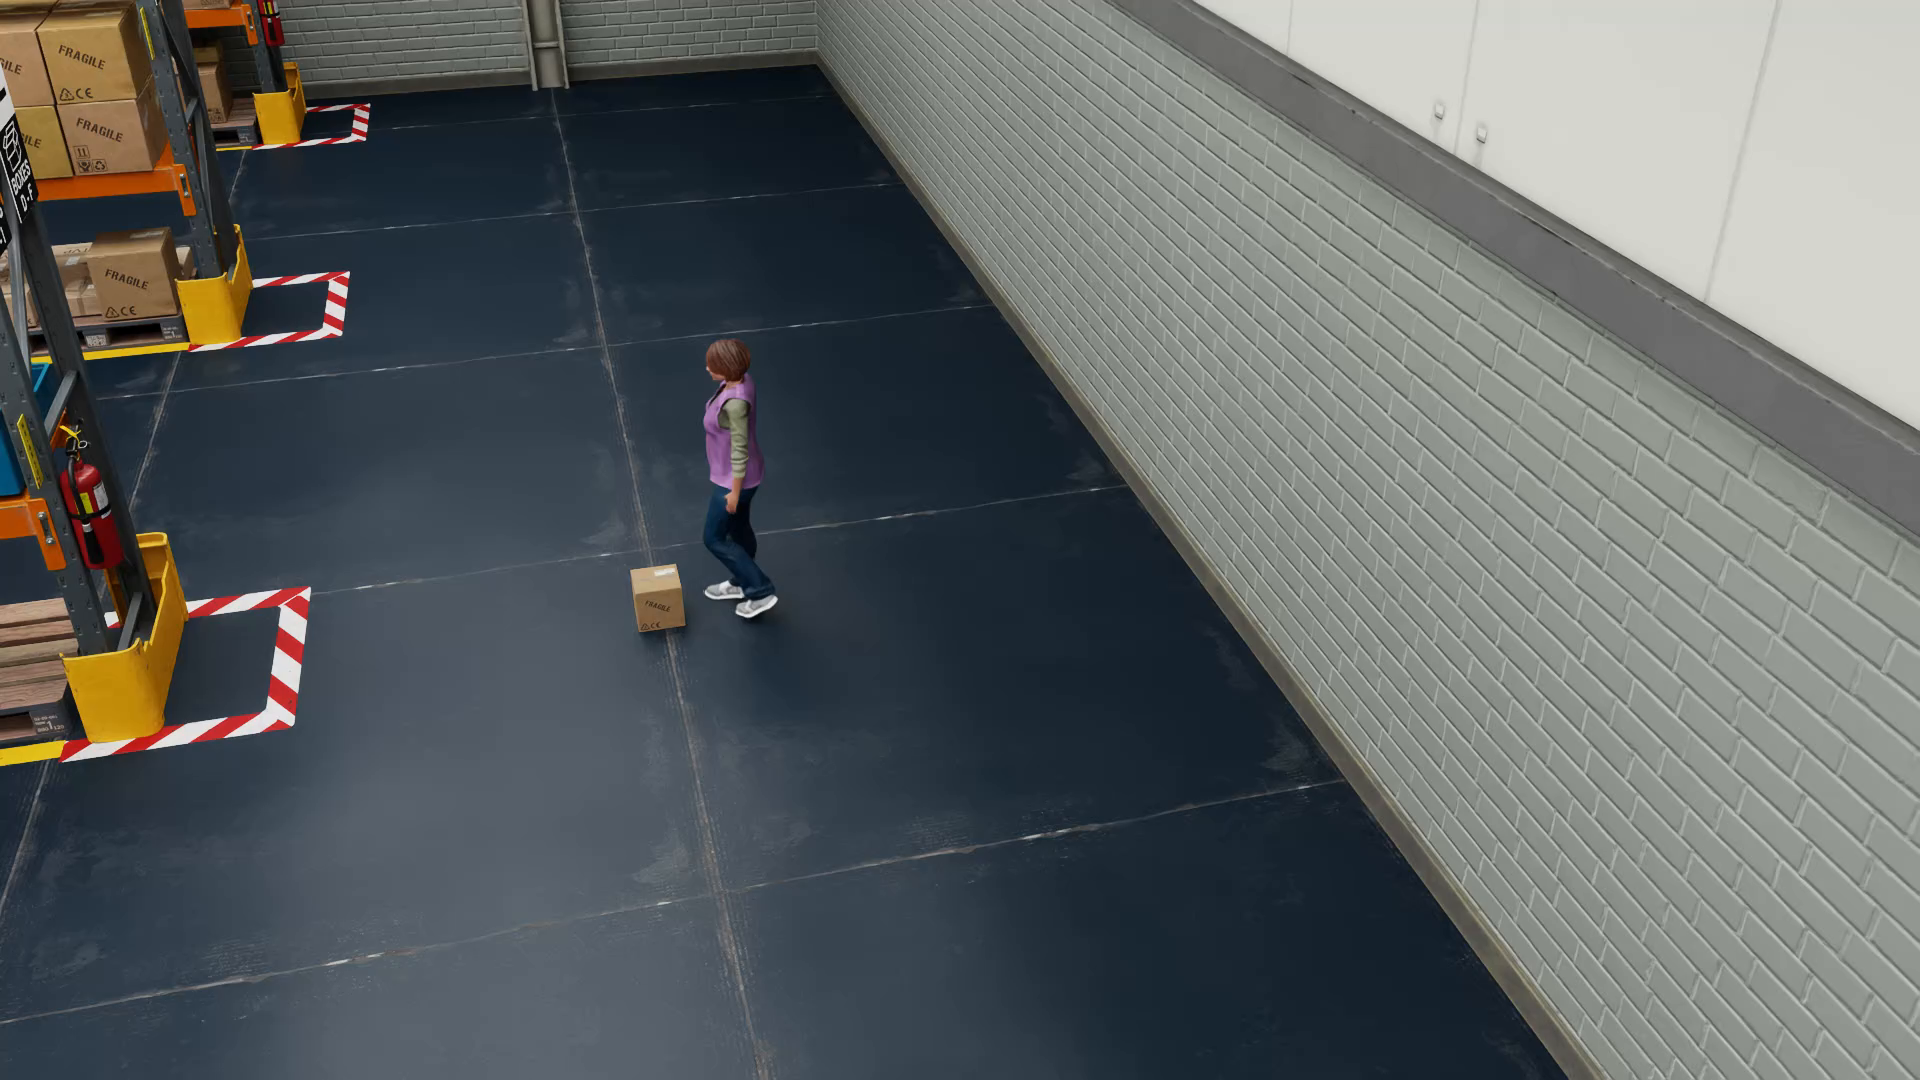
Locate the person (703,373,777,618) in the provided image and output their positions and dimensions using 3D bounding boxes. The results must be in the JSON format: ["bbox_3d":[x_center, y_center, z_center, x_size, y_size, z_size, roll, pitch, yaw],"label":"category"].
[{"bbox_3d":[-3.871,-3.204,12.067,5.598,3.193,9.158,-1,31,-1],"label":"person"}]
